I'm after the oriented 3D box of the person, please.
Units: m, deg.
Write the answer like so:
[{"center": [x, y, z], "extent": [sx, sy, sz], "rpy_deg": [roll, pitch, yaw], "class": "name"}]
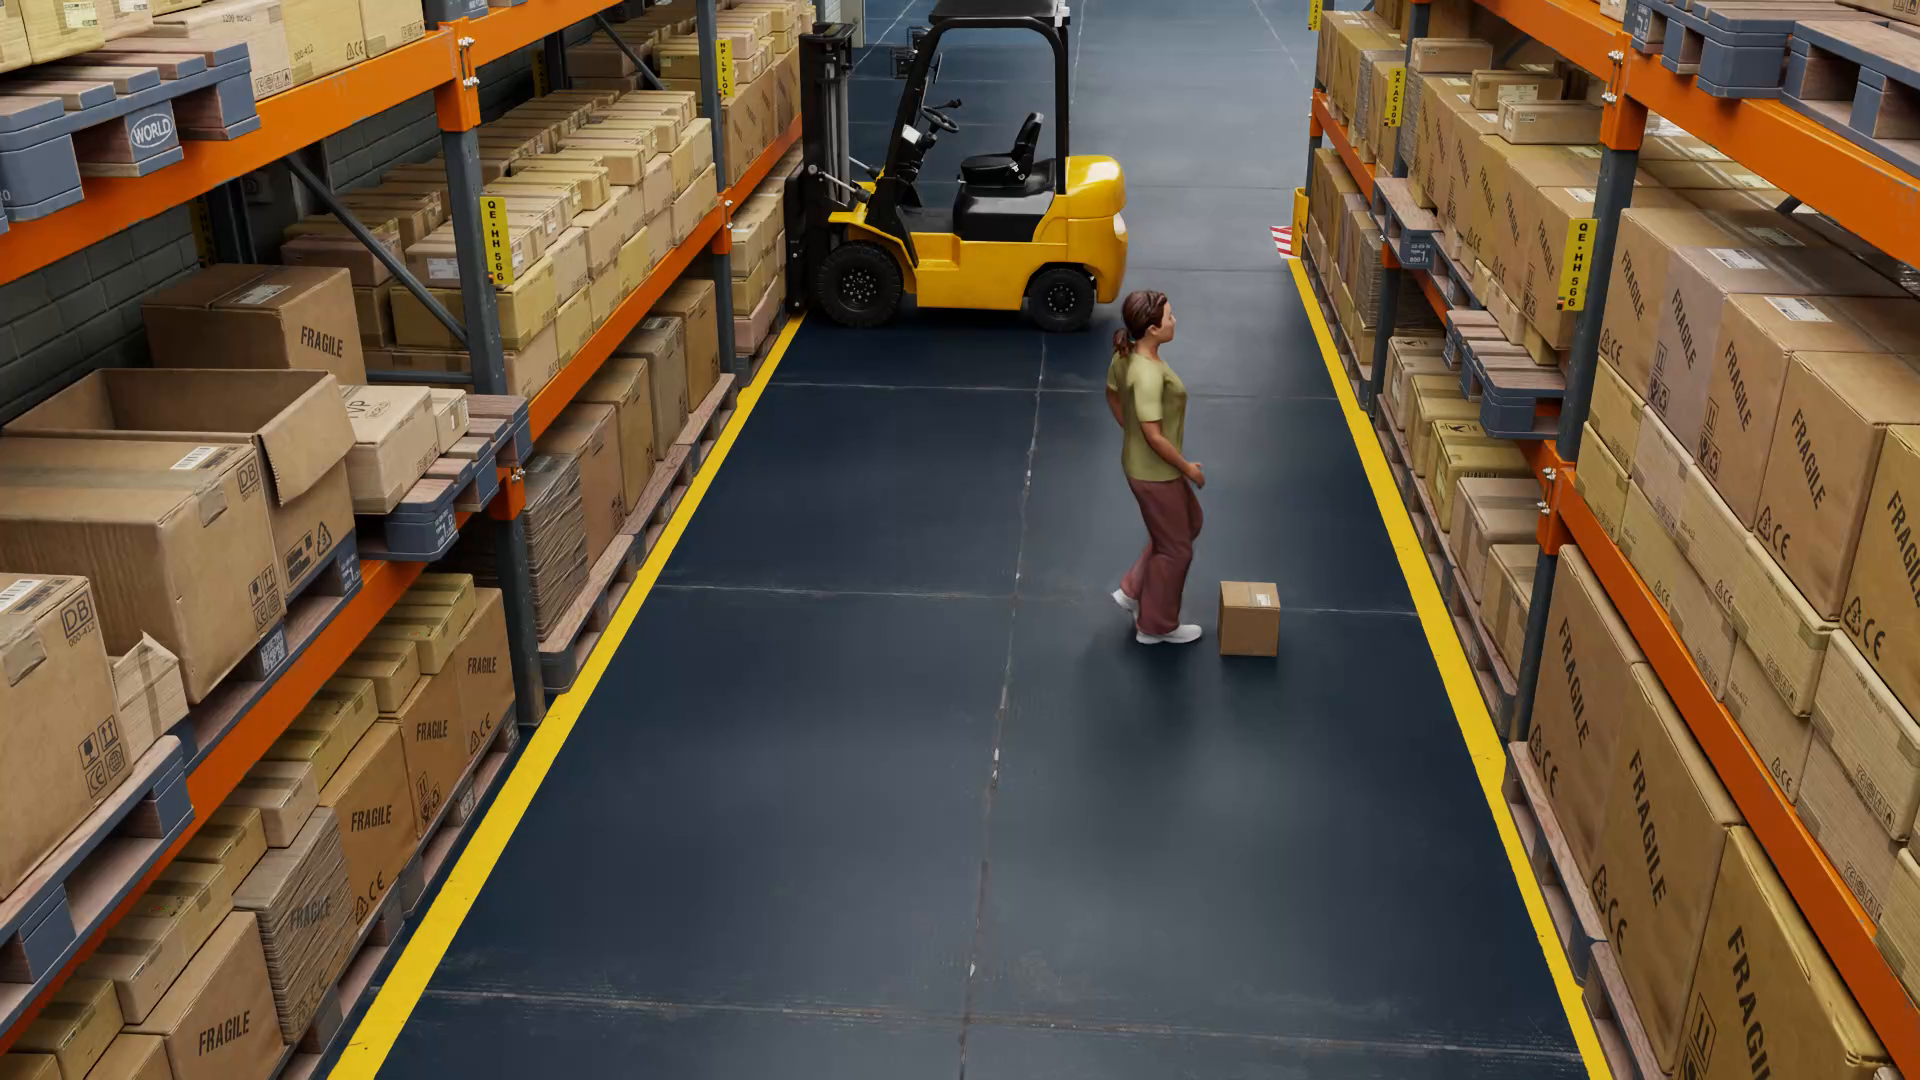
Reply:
[{"center": [0.867, -0.286, 7.300], "extent": [0.484, 1.695, 0.555], "rpy_deg": [-2, 25, -4], "class": "person"}]
